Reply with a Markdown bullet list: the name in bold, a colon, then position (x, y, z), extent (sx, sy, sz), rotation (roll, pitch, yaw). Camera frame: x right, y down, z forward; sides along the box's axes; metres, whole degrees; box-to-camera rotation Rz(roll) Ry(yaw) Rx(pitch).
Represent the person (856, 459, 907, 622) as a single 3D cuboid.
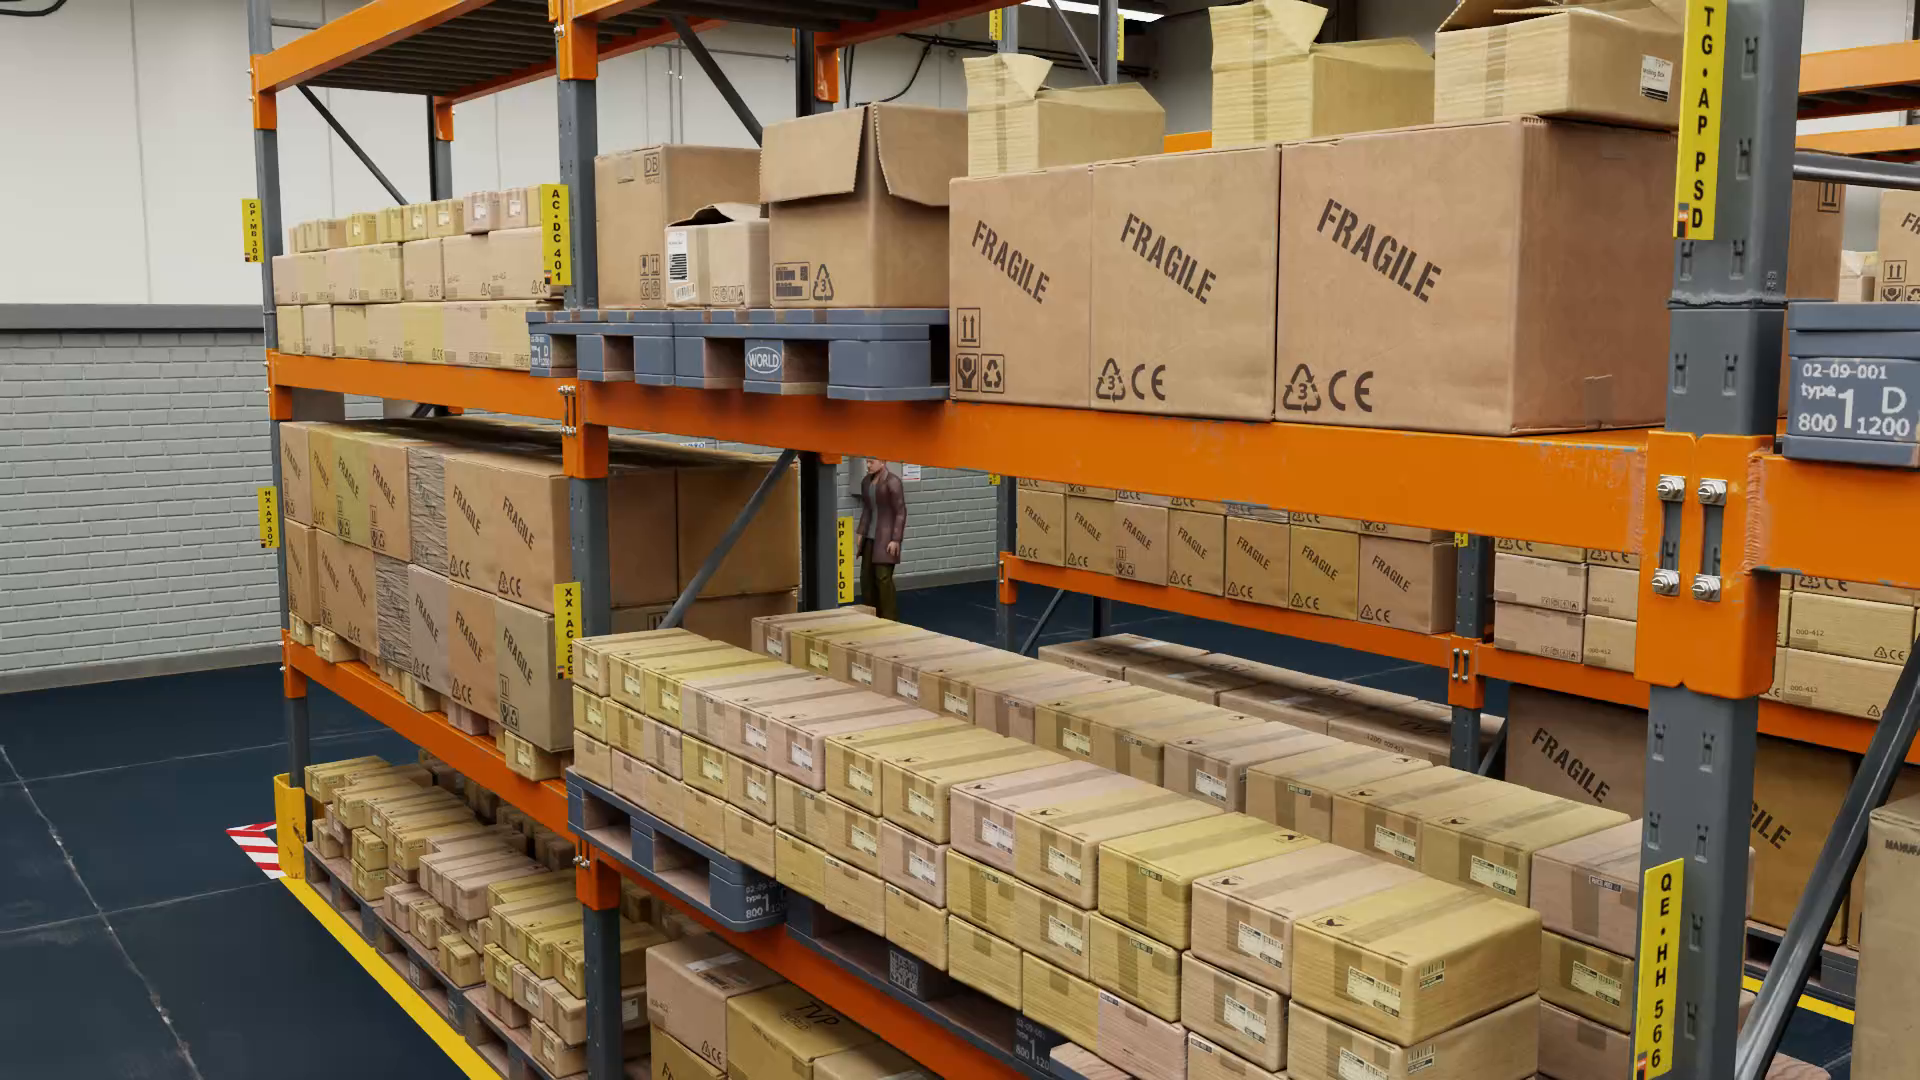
- **person**: position (-0.769, -0.008, 15.919), extent (0.429, 1.772, 0.647), rotation (-6, 10, -39)
